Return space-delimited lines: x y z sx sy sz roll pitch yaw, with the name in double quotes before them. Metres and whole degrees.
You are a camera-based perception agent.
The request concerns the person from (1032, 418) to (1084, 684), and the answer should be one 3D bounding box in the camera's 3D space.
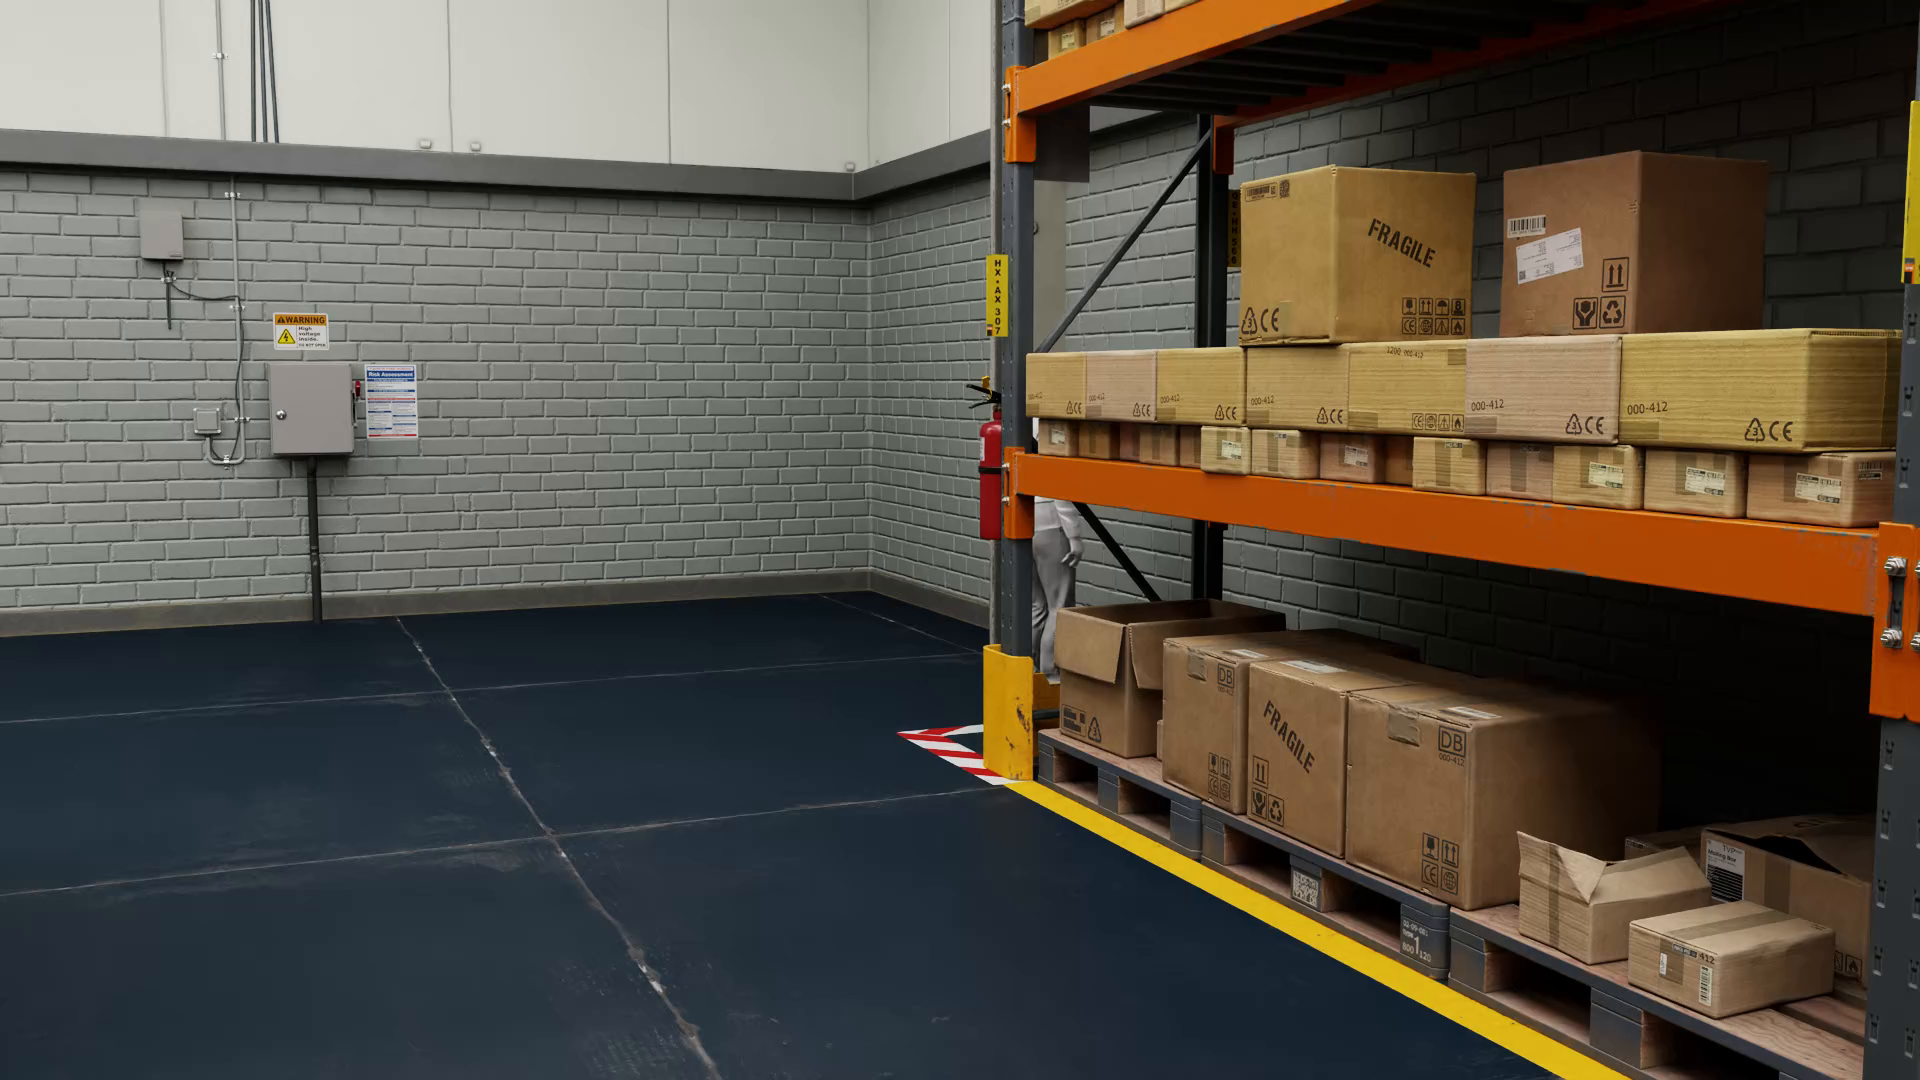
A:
"person" 0.430 -0.020 8.189 0.378 1.663 0.537 -3 6 -25
